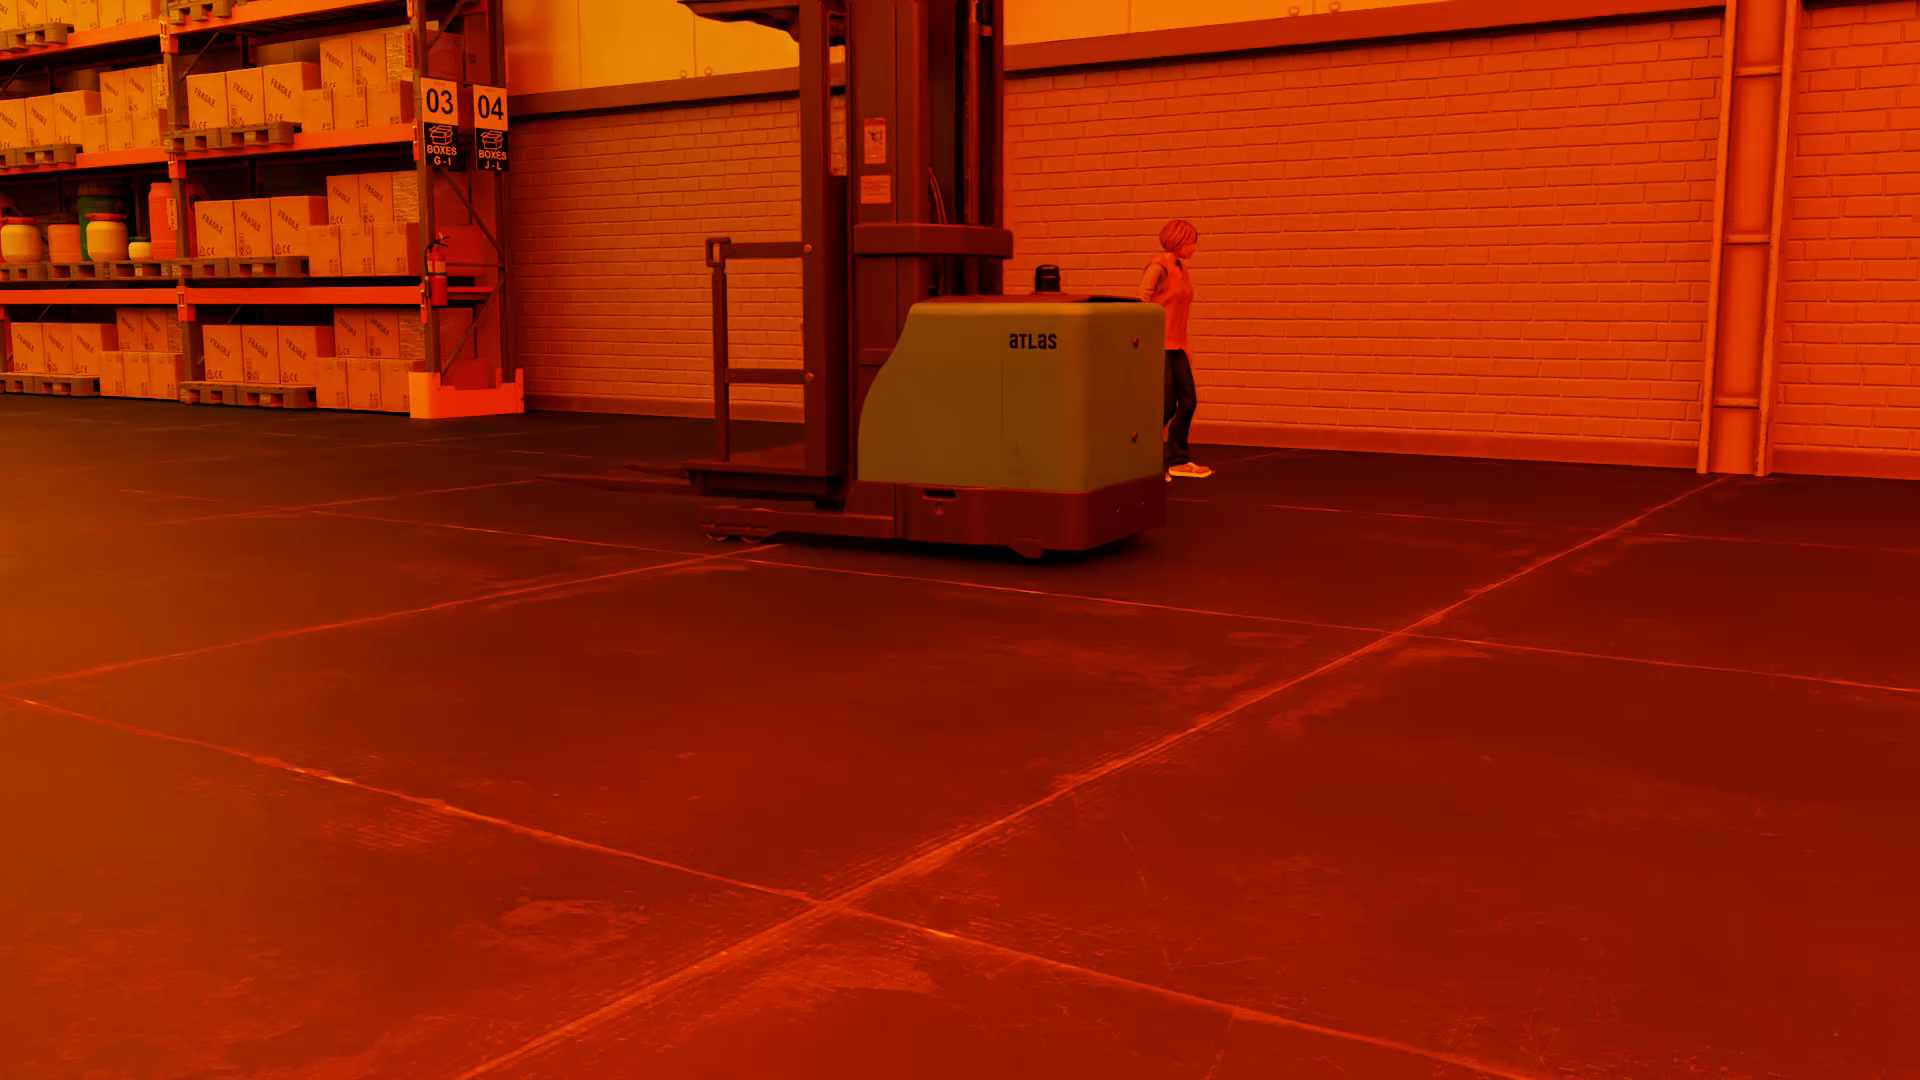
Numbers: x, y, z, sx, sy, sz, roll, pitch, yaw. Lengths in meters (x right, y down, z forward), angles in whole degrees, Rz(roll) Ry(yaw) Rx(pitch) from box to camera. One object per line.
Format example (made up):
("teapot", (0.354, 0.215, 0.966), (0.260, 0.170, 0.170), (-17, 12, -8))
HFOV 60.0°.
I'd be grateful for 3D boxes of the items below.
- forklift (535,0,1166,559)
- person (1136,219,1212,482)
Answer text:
("forklift", (-0.613, -1.493, 7.693), (3.031, 2.935, 1.130), (4, 9, 27))
("person", (1.254, -1.136, 10.043), (0.361, 1.569, 0.707), (5, 10, 32))
